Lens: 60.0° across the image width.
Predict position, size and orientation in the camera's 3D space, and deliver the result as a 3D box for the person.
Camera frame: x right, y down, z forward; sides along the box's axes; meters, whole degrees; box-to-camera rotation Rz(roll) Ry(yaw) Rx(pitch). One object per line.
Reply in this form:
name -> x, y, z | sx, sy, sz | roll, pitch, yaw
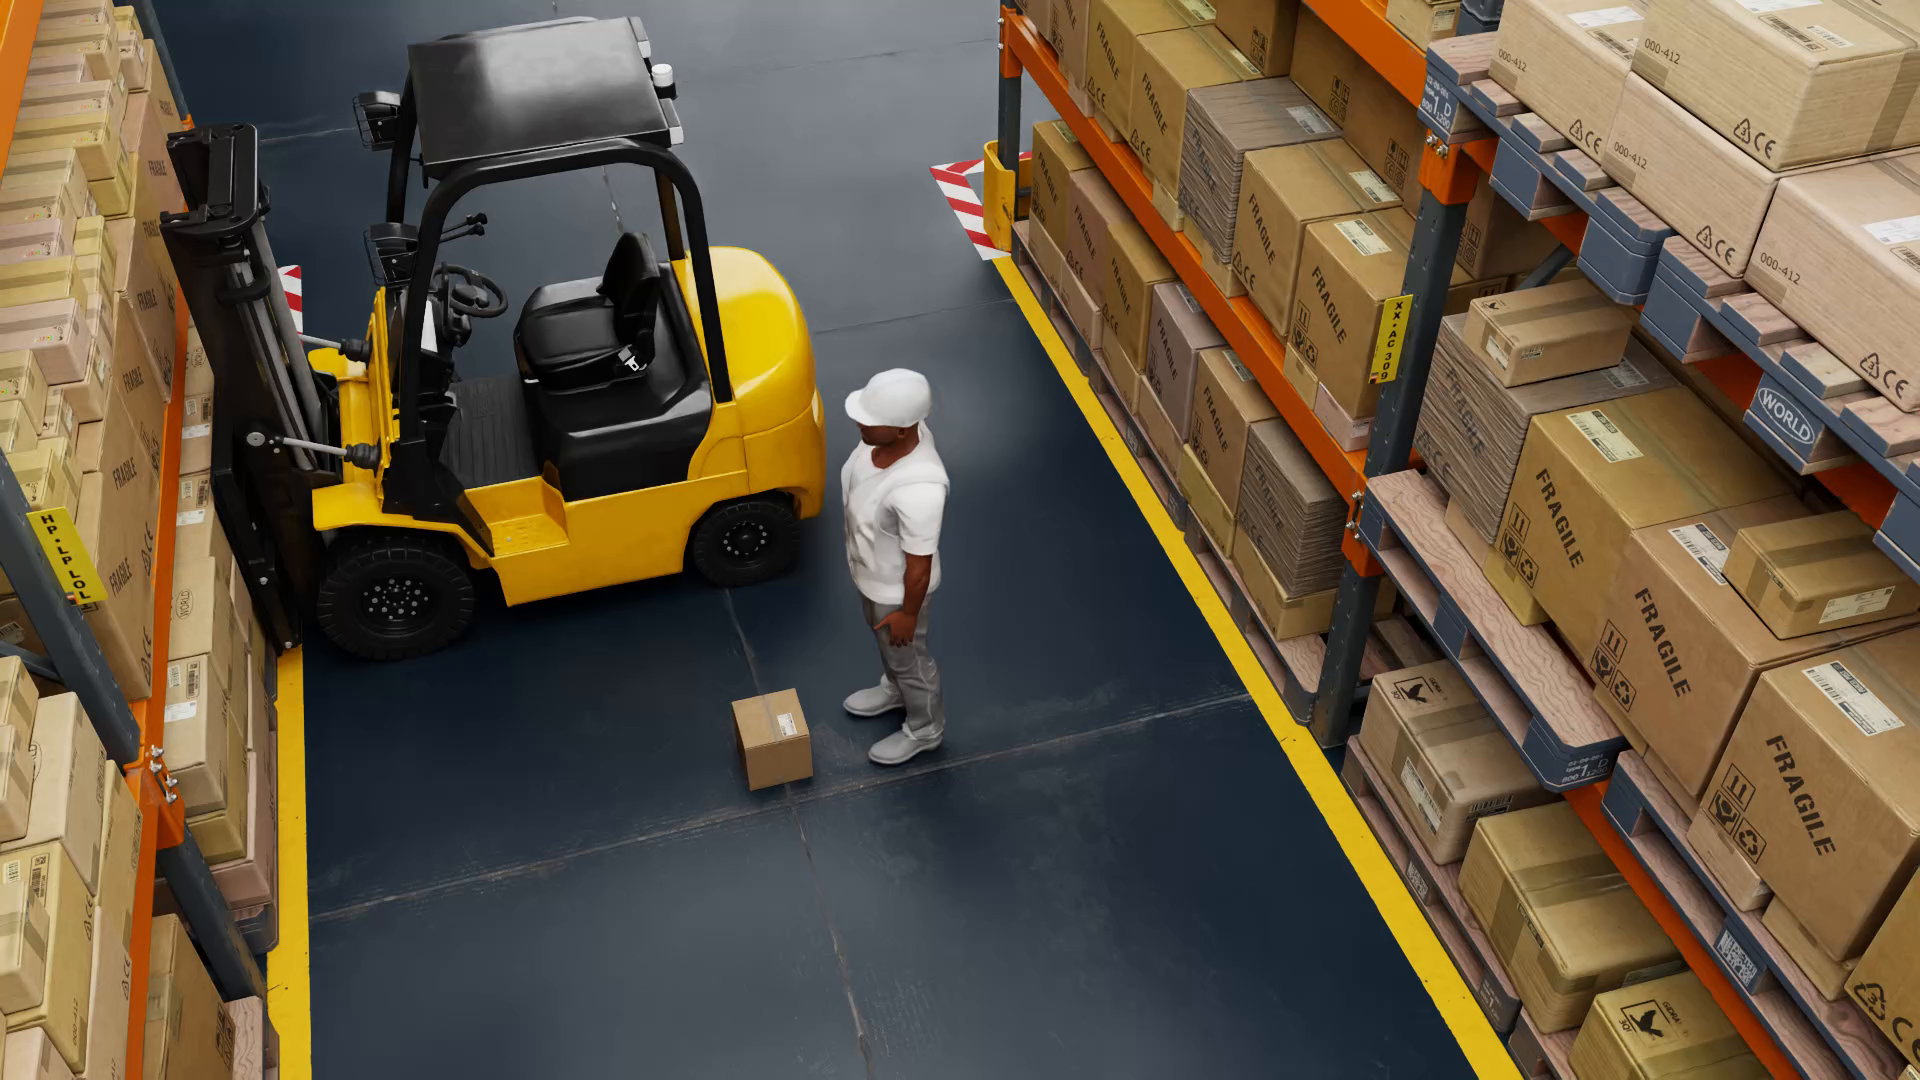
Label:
person -> -0.246, 0.106, 6.013 | 0.364, 1.765, 0.562 | -11, 43, -12
